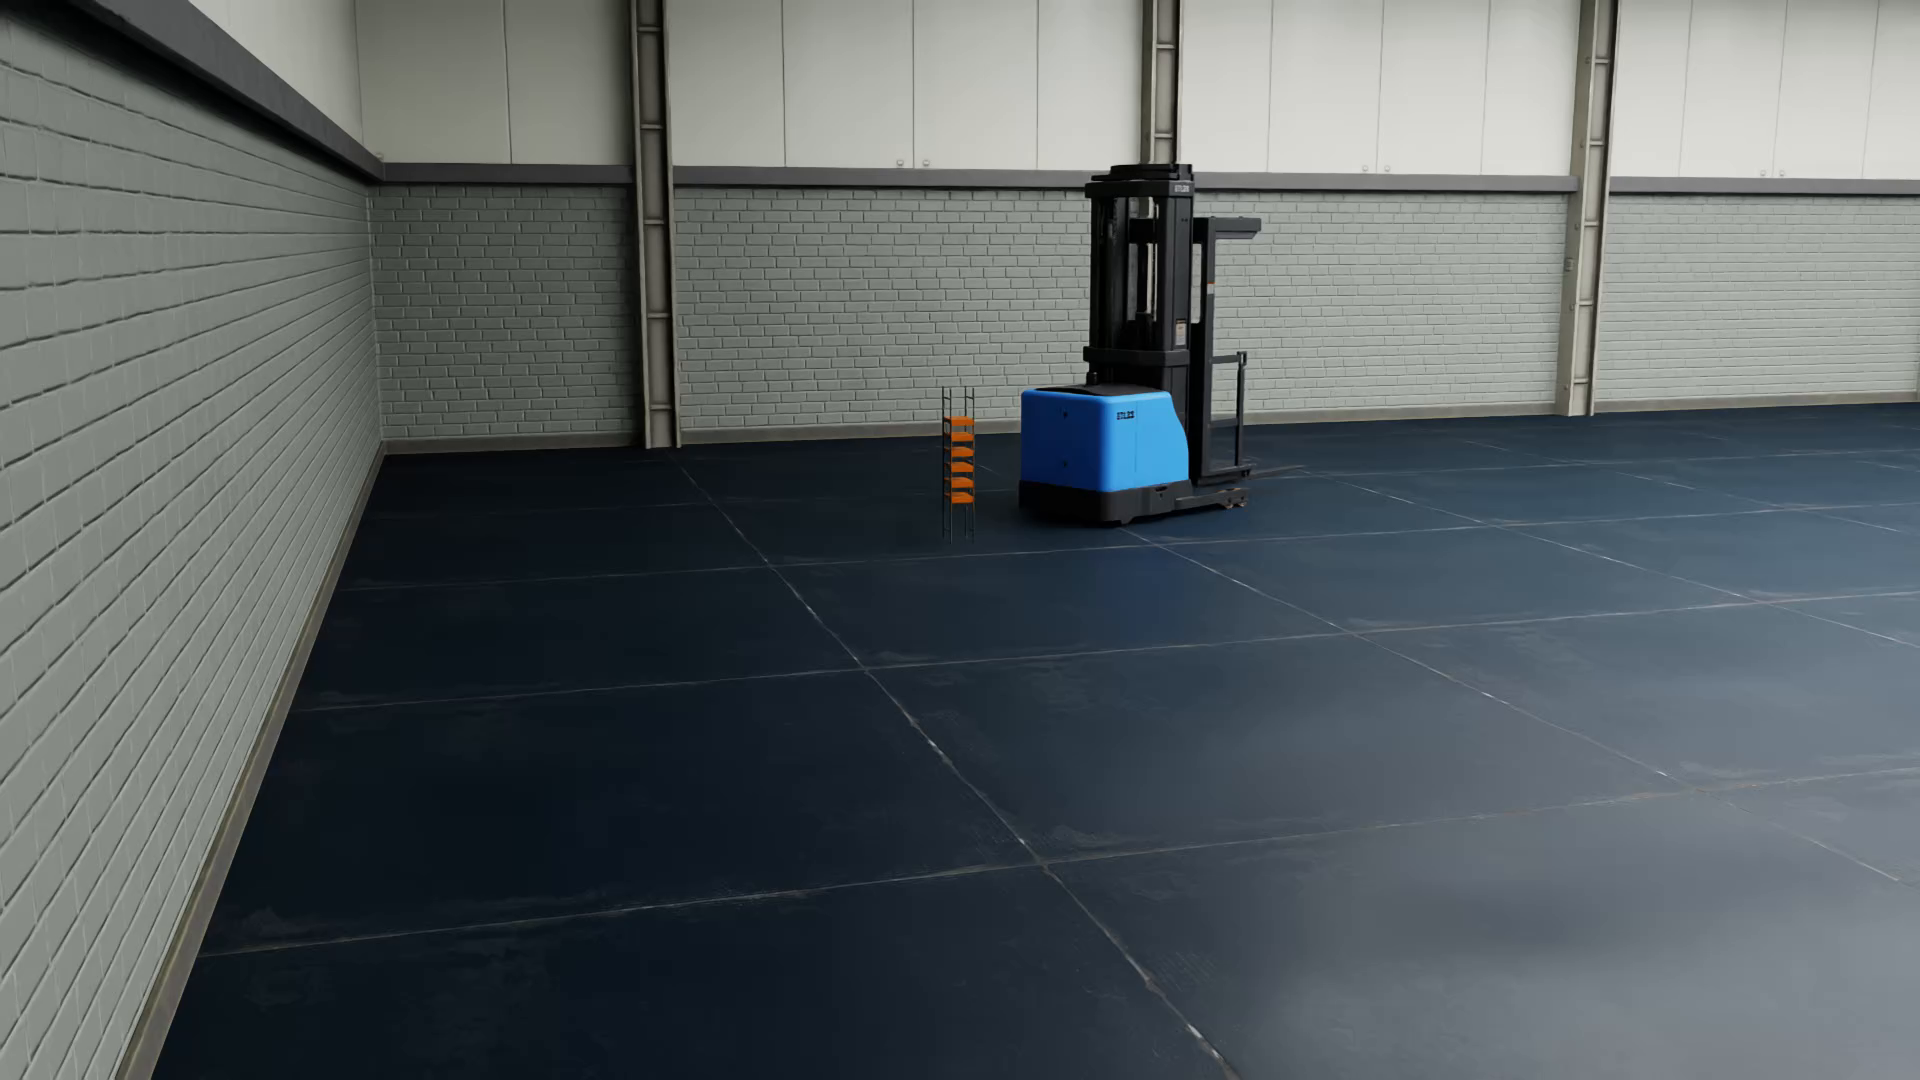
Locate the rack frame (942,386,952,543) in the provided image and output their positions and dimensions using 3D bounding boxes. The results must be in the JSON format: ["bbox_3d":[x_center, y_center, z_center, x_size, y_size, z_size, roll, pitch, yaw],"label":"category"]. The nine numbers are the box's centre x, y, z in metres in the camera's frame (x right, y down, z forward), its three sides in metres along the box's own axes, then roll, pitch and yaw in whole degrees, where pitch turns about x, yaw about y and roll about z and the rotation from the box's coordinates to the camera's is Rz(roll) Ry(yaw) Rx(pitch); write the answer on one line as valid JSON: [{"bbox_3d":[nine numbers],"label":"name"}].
[{"bbox_3d":[-0.102,-0.585,12.909,0.006,1.200,0.240,-3,11,-16],"label":"rack frame"}]

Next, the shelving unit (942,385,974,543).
[{"bbox_3d":[-0.014,-0.589,12.934,0.189,1.200,0.258,-3,11,-16],"label":"shelving unit"}]

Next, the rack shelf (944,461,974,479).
[{"bbox_3d":[-0.014,-0.546,12.942,0.180,0.103,0.258,-3,11,-16],"label":"rack shelf"}]

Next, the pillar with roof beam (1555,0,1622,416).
[{"bbox_3d":[9.356,-5.342,17.209,0.400,9.000,9.100,-3,11,-16],"label":"pillar with roof beam"}]

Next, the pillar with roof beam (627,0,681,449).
[{"bbox_3d":[-2.166,-4.735,13.910,0.400,9.000,9.100,-3,11,-16],"label":"pillar with roof beam"}]

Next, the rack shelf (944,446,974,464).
[{"bbox_3d":[-0.014,-0.664,12.920,0.180,0.103,0.258,-3,11,-16],"label":"rack shelf"}]

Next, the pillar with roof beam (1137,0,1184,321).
[{"bbox_3d":[3.595,-5.038,15.560,0.400,9.000,9.100,-3,11,-16],"label":"pillar with roof beam"}]

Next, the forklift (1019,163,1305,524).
[{"bbox_3d":[1.913,-1.773,14.581,3.031,2.935,1.130,-10,14,-43],"label":"forklift"}]

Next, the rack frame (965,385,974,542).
[{"bbox_3d":[0.074,-0.594,12.959,0.006,1.200,0.240,-3,11,-16],"label":"rack frame"}]

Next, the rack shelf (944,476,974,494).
[{"bbox_3d":[-0.014,-0.428,12.964,0.180,0.103,0.258,-3,11,-16],"label":"rack shelf"}]

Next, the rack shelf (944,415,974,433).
[{"bbox_3d":[-0.014,-0.900,12.877,0.180,0.103,0.258,-3,11,-16],"label":"rack shelf"}]

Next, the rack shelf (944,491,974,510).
[{"bbox_3d":[-0.014,-0.310,12.985,0.180,0.103,0.258,-3,11,-16],"label":"rack shelf"}]

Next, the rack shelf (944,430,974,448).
[{"bbox_3d":[-0.014,-0.782,12.898,0.180,0.103,0.258,-3,11,-16],"label":"rack shelf"}]

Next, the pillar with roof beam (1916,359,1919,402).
[{"bbox_3d":[15.117,-5.646,18.858,0.400,9.000,9.100,-3,11,-16],"label":"pillar with roof beam"}]
